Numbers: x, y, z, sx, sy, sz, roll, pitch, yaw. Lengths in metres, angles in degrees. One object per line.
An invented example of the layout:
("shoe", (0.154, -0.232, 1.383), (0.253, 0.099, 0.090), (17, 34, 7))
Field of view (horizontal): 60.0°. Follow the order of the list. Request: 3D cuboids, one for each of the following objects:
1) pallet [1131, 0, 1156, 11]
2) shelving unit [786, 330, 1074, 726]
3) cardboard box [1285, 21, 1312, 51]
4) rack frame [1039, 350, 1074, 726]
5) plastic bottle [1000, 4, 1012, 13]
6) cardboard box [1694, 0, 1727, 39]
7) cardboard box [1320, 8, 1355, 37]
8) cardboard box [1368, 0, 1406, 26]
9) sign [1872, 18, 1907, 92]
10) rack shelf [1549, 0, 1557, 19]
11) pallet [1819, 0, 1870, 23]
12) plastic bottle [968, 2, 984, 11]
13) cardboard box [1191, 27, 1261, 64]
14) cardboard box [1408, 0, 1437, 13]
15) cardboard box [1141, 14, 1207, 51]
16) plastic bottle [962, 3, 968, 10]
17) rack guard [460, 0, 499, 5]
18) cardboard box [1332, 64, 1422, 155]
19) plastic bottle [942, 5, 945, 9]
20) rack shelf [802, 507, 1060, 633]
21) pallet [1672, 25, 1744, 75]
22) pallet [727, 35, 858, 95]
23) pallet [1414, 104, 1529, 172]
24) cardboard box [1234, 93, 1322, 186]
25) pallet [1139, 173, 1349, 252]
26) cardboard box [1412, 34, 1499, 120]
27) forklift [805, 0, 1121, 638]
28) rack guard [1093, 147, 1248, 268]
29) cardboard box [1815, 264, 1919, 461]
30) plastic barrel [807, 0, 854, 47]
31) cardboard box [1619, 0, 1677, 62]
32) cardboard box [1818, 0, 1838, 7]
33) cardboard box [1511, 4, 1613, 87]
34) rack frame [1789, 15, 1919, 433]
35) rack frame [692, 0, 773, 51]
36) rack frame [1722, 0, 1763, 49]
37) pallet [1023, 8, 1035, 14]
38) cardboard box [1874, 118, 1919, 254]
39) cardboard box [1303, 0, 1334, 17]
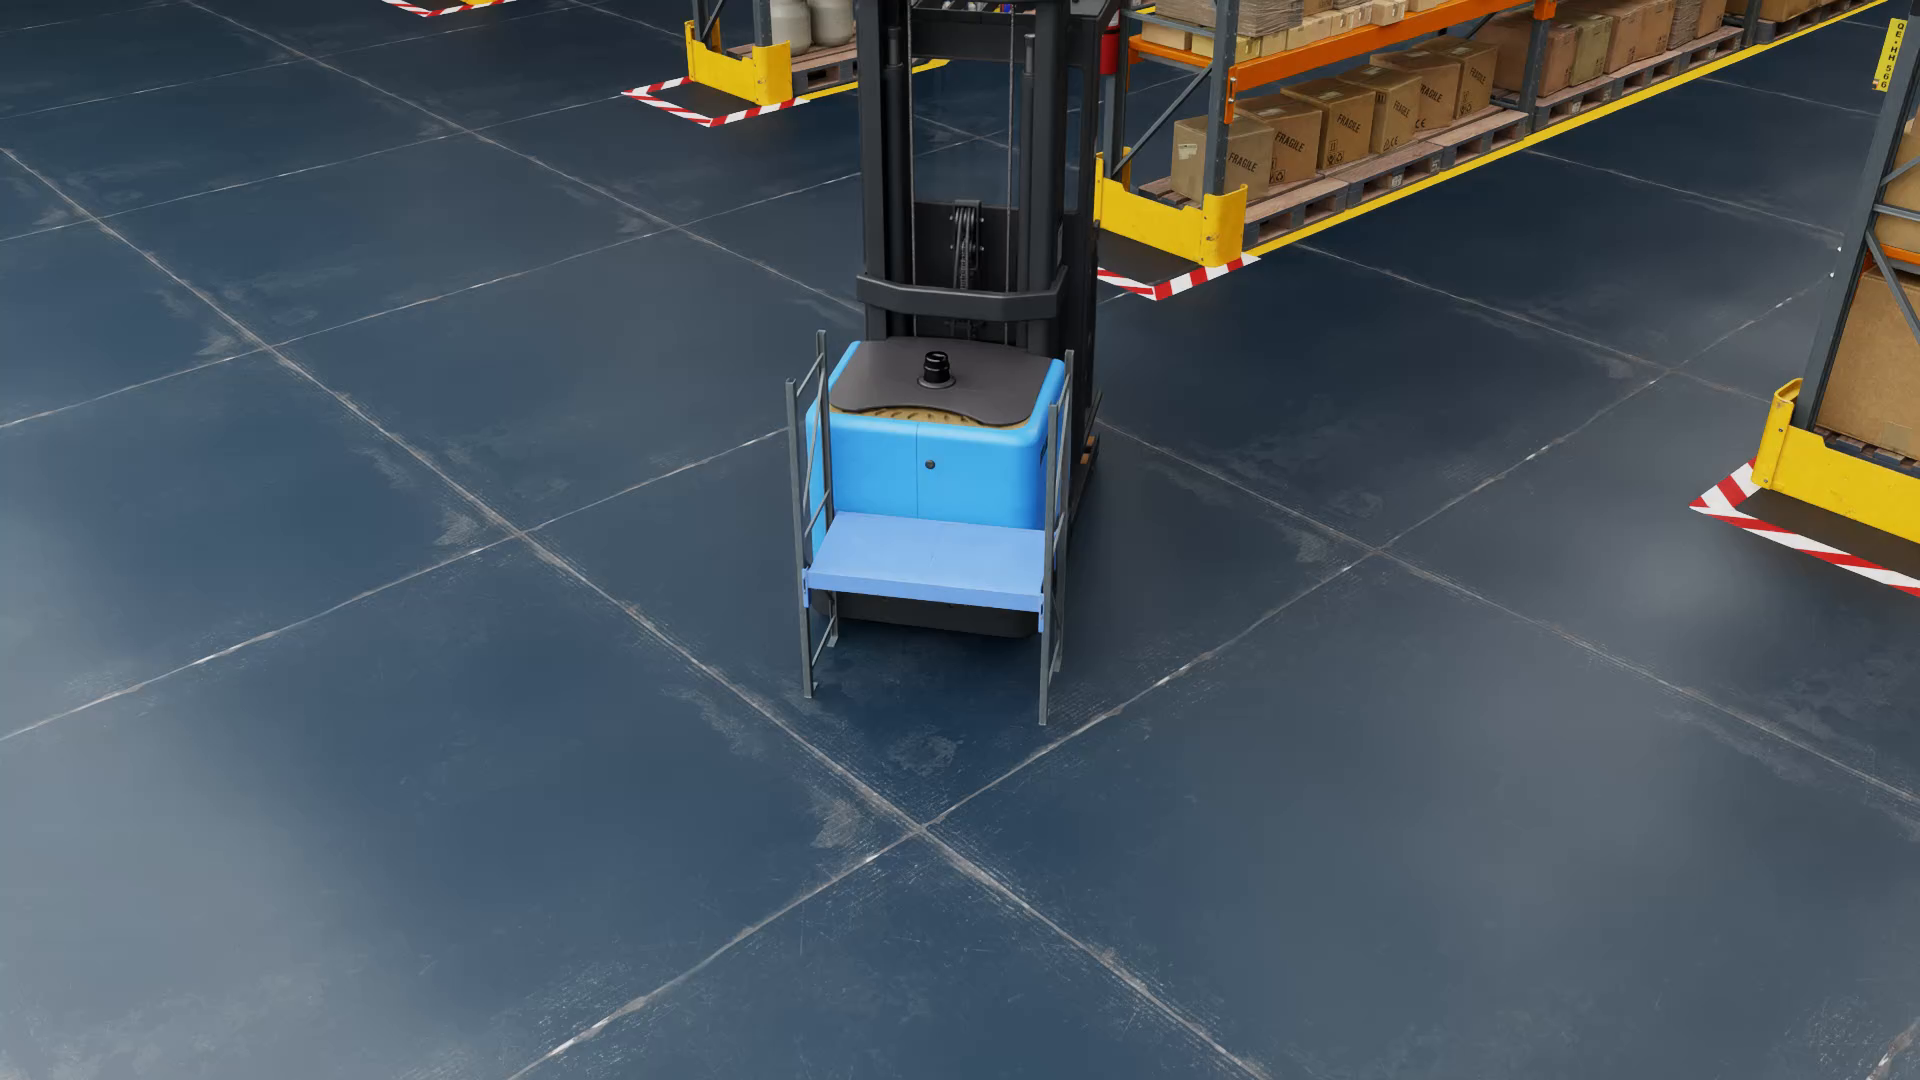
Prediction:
("pallet", (1.498, -5.787, 17.511), (1.213, 0.211, 1.003), (-26, 40, -35))
("shelving unit", (-0.107, -0.038, 6.874), (1.048, 1.500, 0.538), (6, 32, 9))
("cardboard box", (2.144, -3.437, 11.236), (0.250, 0.149, 0.380), (-26, 40, -35))
("rack frame", (0.392, 0.012, 6.793), (0.032, 1.500, 0.500), (6, 32, 9))
("plastic bottle", (0.440, -5.231, 16.112), (0.133, 0.283, 0.061), (-23, 38, -32))
("cardboard box", (6.772, -5.083, 15.662), (0.700, 0.500, 0.500), (27, 40, 36))
("cardboard box", (2.501, -3.619, 11.534), (0.250, 0.149, 0.380), (-26, 40, -35))
("cardboard box", (2.920, -3.767, 11.776), (0.250, 0.149, 0.380), (-26, 40, -35))
("sign", (4.323, -2.244, 7.707), (0.005, 0.325, 0.100), (-26, 40, -35))
("rack shelf", (5.783, -5.191, 14.553), (4.000, 0.370, 1.077), (-26, 40, -35))
("pallet", (8.773, -5.699, 17.368), (1.213, 0.211, 1.003), (-26, 40, -35))
("plastic bottle", (0.173, -5.131, 15.956), (0.135, 0.276, 0.152), (-25, 39, -35))
("cardboard box", (1.754, -3.272, 10.967), (0.250, 0.149, 0.380), (-26, 40, -35))
("cardboard box", (3.248, -3.966, 12.102), (0.250, 0.149, 0.380), (-26, 40, -35))
("cardboard box", (1.452, -3.443, 11.245), (0.250, 0.149, 0.380), (-26, 40, -35))
("plastic bottle", (0.030, -5.041, 15.812), (0.097, 0.271, 0.097), (0, 31, 0))
("rack guard", (-5.367, -6.086, 17.723), (0.348, 0.500, 1.175), (-26, 40, -35))
("cardboard box", (3.179, -3.318, 12.795), (0.500, 0.500, 0.500), (25, 39, 35))
("plastic bottle", (-0.192, -4.934, 15.636), (0.097, 0.271, 0.097), (0, 31, 0))
("rack shelf", (-0.107, 0.116, 6.968), (1.000, 0.185, 0.538), (6, 32, 9))
("pallet", (6.675, -4.741, 15.801), (1.213, 0.211, 1.003), (-26, 40, -35))
("pallet", (-1.362, -4.406, 15.253), (1.213, 0.211, 1.003), (-26, 40, -35))
("pallet", (3.848, -3.347, 13.521), (1.213, 0.211, 1.003), (-26, 40, -35))
("cardboard box", (2.267, -2.923, 12.148), (0.500, 0.500, 0.500), (-15, 35, -23))
("pallet", (2.058, -2.482, 12.106), (1.213, 0.211, 1.003), (-26, 40, -35))
("cardboard box", (3.996, -3.775, 13.541), (0.500, 0.500, 0.500), (-27, 41, -37))
("forklift", (0.132, -1.572, 8.011), (1.130, 2.935, 3.031), (6, 32, 10))
("rack guard", (1.439, -2.330, 11.581), (0.348, 0.500, 1.175), (-26, 40, -35))
("cardboard box", (5.134, -0.975, 8.603), (0.875, 0.875, 0.875), (-26, 40, -35))
("plastic barrel", (-1.186, -4.823, 15.244), (0.421, 0.512, 0.421), (0, 31, 0))
("cardboard box", (5.962, -4.678, 14.999), (0.500, 0.500, 0.700), (-22, 38, -32))
("cardboard box", (8.428, -6.030, 16.870), (0.875, 0.875, 1.225), (-26, 40, -35))
("cardboard box", (5.144, -4.281, 14.350), (0.500, 0.500, 0.700), (-26, 40, -36))
("rack frame", (4.681, -1.436, 7.724), (0.127, 3.000, 1.000), (-26, 40, -35))
("rack frame", (-1.985, -5.264, 13.984), (0.127, 3.000, 1.000), (-26, 40, -35))
("rack frame", (7.249, -6.207, 15.526), (0.127, 3.000, 1.000), (-26, 40, -35))
("pallet", (0.428, -5.271, 16.668), (1.213, 0.211, 1.003), (-26, 40, -35))
("cardboard box", (4.923, -1.649, 7.928), (0.550, 0.550, 0.875), (-26, 40, -35))
("cardboard box", (2.090, -3.947, 11.449), (0.500, 0.500, 0.875), (-26, 40, -35))
